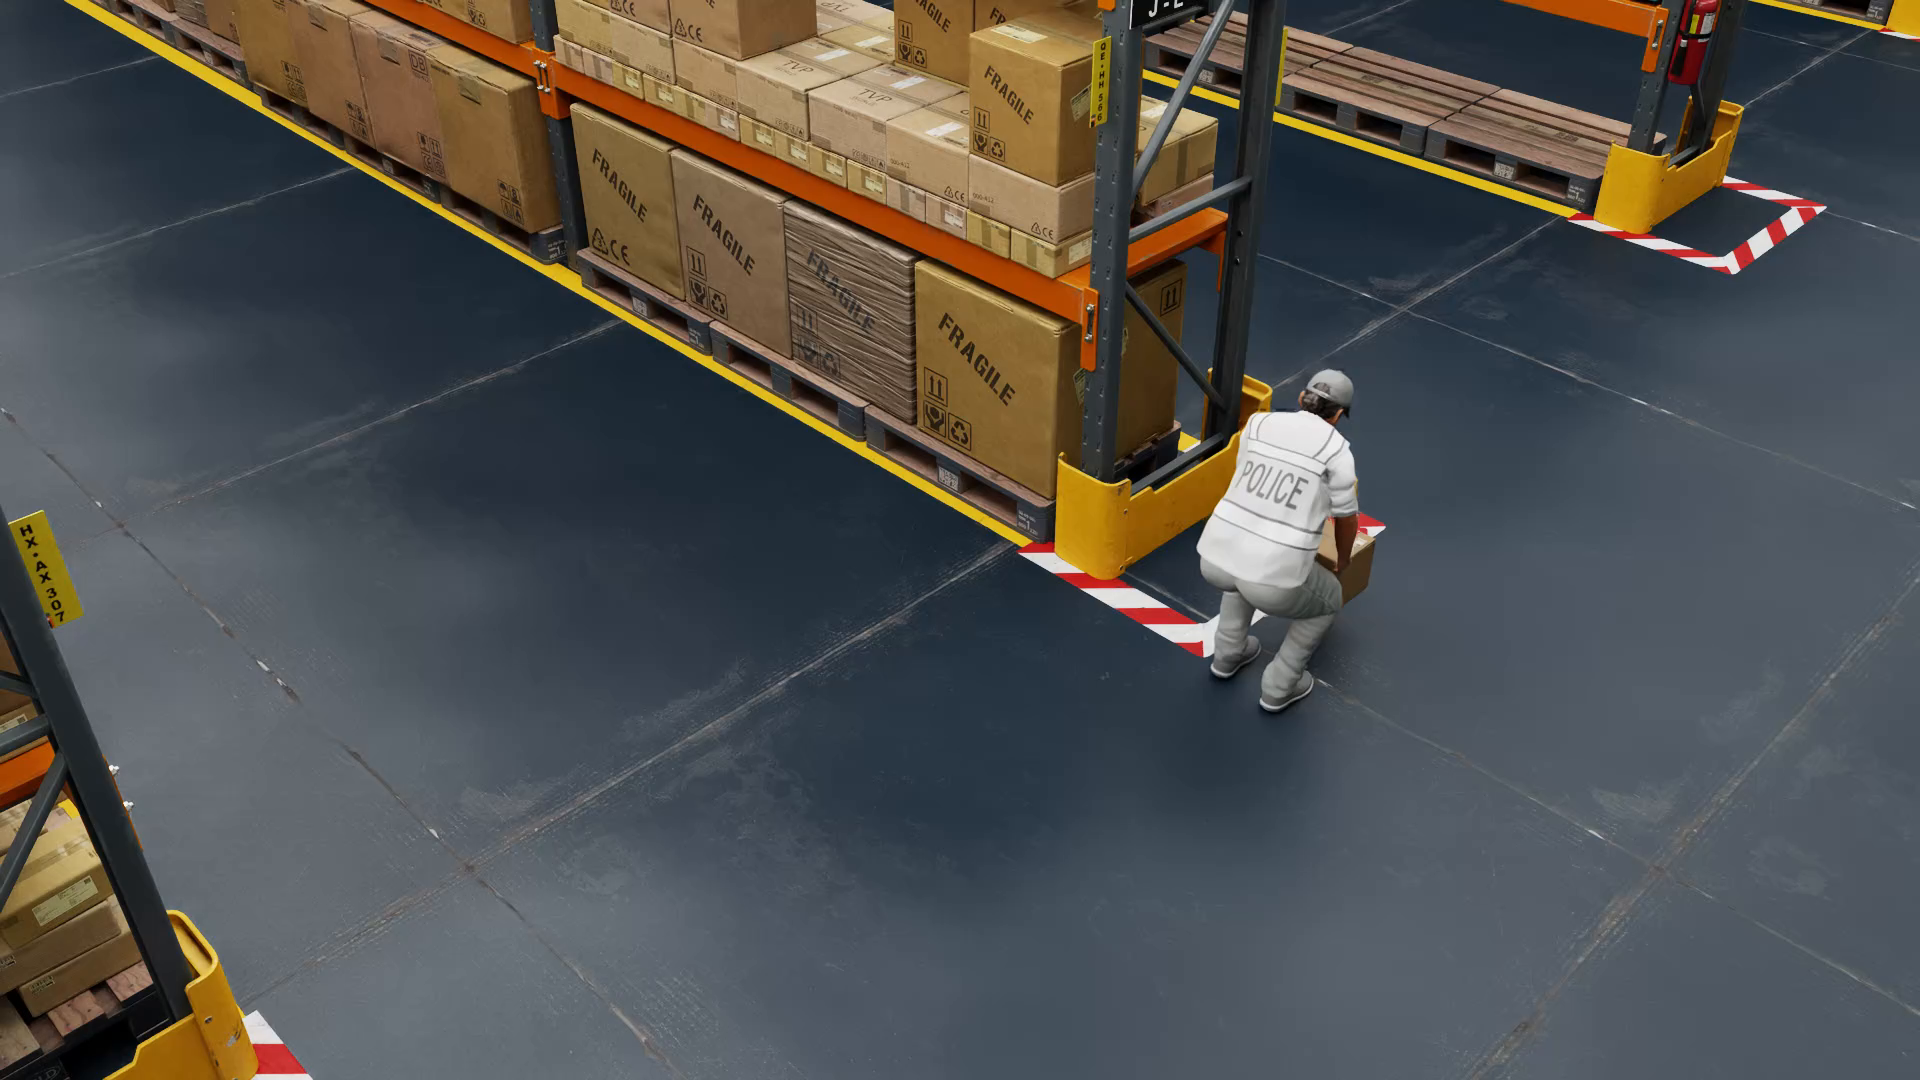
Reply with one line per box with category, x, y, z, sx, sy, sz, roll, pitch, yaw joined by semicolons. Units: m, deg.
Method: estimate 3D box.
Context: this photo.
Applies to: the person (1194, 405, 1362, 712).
person;1.246;0.078;6.519;0.536;1.108;0.826;28;44;33
